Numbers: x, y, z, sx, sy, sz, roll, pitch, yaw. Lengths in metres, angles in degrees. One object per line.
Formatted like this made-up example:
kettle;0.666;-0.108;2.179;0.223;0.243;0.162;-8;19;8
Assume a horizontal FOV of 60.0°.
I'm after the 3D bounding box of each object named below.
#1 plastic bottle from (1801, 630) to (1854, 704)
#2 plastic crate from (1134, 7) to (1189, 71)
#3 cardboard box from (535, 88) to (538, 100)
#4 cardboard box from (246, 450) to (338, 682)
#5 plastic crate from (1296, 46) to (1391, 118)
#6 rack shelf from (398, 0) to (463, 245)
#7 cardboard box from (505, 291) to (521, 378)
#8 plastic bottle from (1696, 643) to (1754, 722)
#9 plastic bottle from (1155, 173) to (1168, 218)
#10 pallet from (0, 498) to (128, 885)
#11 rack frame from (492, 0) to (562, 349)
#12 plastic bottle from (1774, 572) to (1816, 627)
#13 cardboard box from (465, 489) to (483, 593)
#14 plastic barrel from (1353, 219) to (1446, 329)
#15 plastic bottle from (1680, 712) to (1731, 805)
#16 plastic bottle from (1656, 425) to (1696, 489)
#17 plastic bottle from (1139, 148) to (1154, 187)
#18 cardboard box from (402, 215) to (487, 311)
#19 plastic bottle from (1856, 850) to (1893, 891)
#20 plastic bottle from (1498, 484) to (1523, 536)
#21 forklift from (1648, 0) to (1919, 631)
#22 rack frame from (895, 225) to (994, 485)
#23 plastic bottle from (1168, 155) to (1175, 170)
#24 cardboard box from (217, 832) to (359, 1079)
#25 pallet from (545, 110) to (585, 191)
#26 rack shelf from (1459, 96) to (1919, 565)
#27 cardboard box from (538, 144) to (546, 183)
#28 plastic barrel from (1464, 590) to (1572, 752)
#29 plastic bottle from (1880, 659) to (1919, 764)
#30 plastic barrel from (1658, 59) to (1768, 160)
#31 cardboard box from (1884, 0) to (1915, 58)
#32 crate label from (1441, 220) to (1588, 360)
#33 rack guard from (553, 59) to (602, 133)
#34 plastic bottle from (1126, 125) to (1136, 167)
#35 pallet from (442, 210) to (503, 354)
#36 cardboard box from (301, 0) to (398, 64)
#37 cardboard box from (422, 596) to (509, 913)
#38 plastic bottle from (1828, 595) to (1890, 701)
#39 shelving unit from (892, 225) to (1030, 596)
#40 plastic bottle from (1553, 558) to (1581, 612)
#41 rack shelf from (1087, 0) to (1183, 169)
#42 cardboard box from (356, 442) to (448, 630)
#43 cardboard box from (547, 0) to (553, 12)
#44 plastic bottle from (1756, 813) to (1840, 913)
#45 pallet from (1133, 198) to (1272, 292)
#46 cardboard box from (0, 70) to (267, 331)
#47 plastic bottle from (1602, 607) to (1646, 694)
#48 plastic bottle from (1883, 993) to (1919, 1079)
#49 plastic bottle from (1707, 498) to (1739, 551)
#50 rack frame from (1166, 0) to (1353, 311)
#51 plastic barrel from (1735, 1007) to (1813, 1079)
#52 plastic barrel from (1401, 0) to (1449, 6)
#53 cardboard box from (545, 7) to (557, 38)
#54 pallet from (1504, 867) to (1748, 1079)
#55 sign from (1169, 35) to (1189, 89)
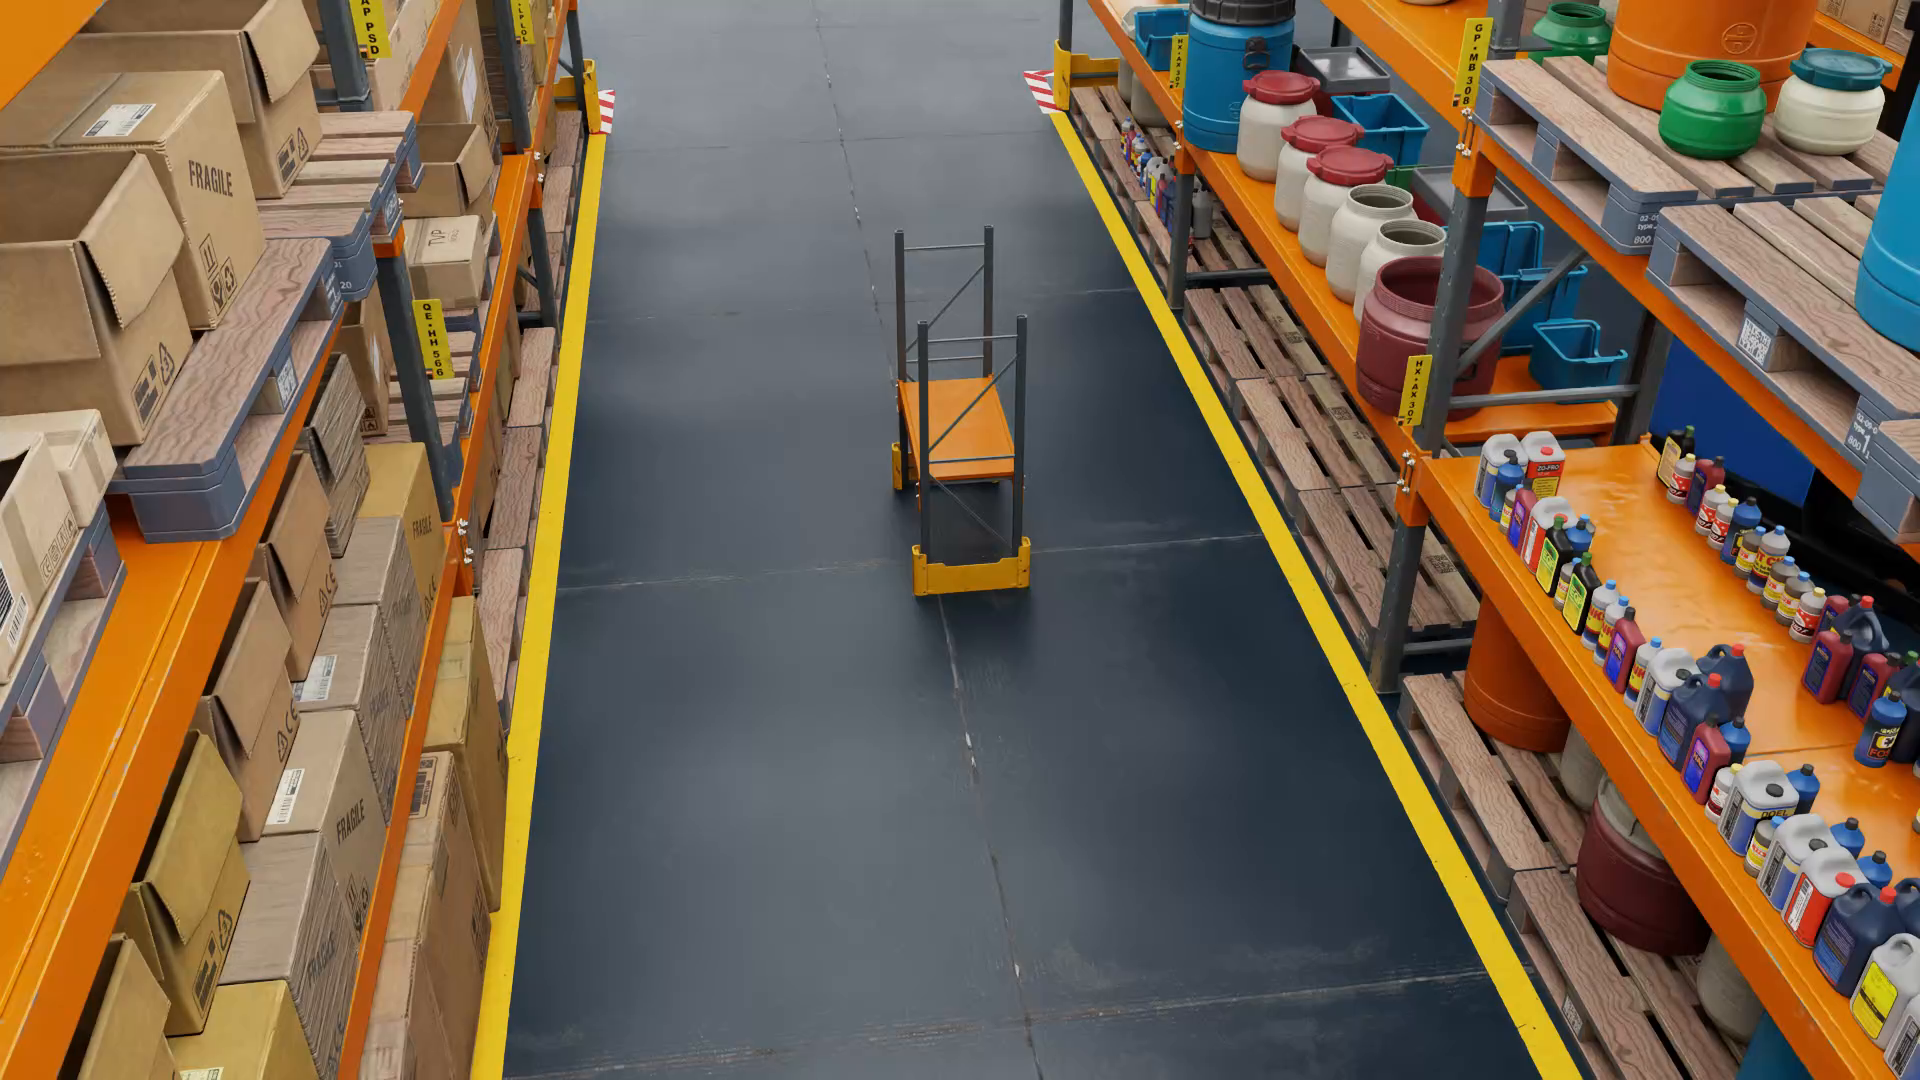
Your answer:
plastic bottle;2.928;0.403;5.599;0.061;0.283;0.133;-4;35;-6
plastic crate;1.459;-3.359;11.147;0.499;0.251;0.616;-4;35;-6
cardboard box;-2.844;-2.765;10.366;0.380;0.149;0.250;-4;35;-6
cardboard box;-2.326;0.101;4.958;0.797;0.503;0.637;-4;34;-5
plastic crate;2.245;-2.602;9.848;0.402;0.464;0.583;-4;35;-6
rack shelf;-2.762;-2.274;7.399;1.077;0.370;4.000;-4;35;-6
cardboard box;-2.970;-1.252;9.753;0.700;0.500;0.500;-7;35;-10
plastic bottle;2.489;0.472;5.437;0.144;0.351;0.185;-4;35;-6
plastic bottle;1.415;-2.415;11.651;0.061;0.283;0.133;-2;34;-3
pallet;-2.127;0.348;3.082;0.805;0.209;1.217;-6;35;-8
rack frame;-3.031;-2.448;9.678;1.000;3.000;0.127;-4;35;-6
plastic bottle;2.999;0.205;5.962;0.097;0.201;0.097;0;34;0
cardboard box;-2.690;-0.046;7.982;0.700;0.500;0.500;-7;35;-10
plastic barrel;2.065;-1.195;7.741;0.421;0.512;0.421;0;34;0
plastic bottle;2.337;0.679;5.194;0.061;0.283;0.133;-4;35;-6
plastic bottle;2.892;-0.349;6.702;0.061;0.283;0.133;-4;35;-6
plastic bottle;1.361;-2.714;12.101;0.097;0.271;0.097;0;34;0
cardboard box;-2.491;-1.280;7.725;0.500;0.250;0.500;-5;35;-8
plastic bottle;2.583;0.994;4.742;0.097;0.271;0.097;0;34;0
plastic bottle;2.154;-0.122;6.441;0.097;0.201;0.097;0;34;0
forklift;4.950;-1.071;7.719;1.130;2.935;3.031;-21;39;-27
rack frame;-0.080;-0.951;8.814;0.500;1.500;0.032;-4;35;-6
plastic bottle;1.523;-2.607;11.933;0.061;0.283;0.133;-4;35;-6
cardboard box;-1.905;1.140;4.325;0.500;0.500;0.500;-5;35;-7
pallet;-3.485;-3.029;13.008;1.003;0.211;1.213;-4;35;-6
rack shelf;2.684;-0.417;4.674;1.077;0.370;4.000;-4;35;-6
cardboard box;-3.322;-2.789;12.026;0.500;0.500;0.500;-1;34;-2
plastic barrel;2.497;0.404;7.048;0.600;0.830;0.708;-4;35;-6
plastic bottle;3.068;0.530;5.352;0.144;0.351;0.185;-4;35;-6
plastic barrel;2.329;-1.331;5.141;0.294;0.245;0.294;0;34;0
cardboard box;6.720;-3.485;11.111;0.700;0.500;0.500;-5;35;-8
crate label;2.549;-1.180;7.787;0.502;0.435;0.616;-4;35;-6
rack guard;-3.559;-3.605;13.596;1.175;0.500;0.348;-4;35;-6
plastic bottle;1.286;-2.951;12.439;0.061;0.283;0.133;-4;34;-6
pallet;-2.800;-1.238;8.073;1.003;0.211;1.213;-4;35;-6
cardboard box;-2.302;-1.985;5.803;0.500;0.500;0.500;-4;34;-6
cardboard box;-2.421;0.875;6.316;1.225;0.875;0.875;-6;35;-9
plastic bottle;3.026;0.353;5.613;0.144;0.351;0.185;-4;35;-6
shelving unit;-0.010;-0.662;8.390;0.587;1.500;1.083;-4;35;-6
plastic bottle;2.221;0.157;6.033;0.097;0.201;0.097;0;34;0
rack shelf;1.608;-3.642;12.069;1.077;0.370;4.000;-4;35;-6
cardboard box;-2.181;0.000;5.998;0.500;0.500;0.500;-3;34;-5
cardboard box;-3.312;-3.983;11.578;0.875;0.500;0.500;-4;35;-6
plastic bottle;2.444;0.937;4.822;0.152;0.276;0.135;-4;35;-6
pallet;1.828;-2.049;11.569;1.003;0.211;1.213;-4;35;-6
cardboard box;-2.137;-0.860;4.223;0.500;0.500;0.500;-3;34;-4
plastic bottle;2.263;0.372;5.645;0.061;0.283;0.133;-4;35;-6
plastic bottle;2.530;1.293;4.299;0.152;0.276;0.135;-4;35;-6
plastic bottle;2.933;-0.067;6.360;0.097;0.201;0.097;0;34;0
rack frame;1.877;-2.823;10.229;1.000;3.000;0.127;-4;35;-6
plastic barrel;2.801;1.635;5.178;0.600;0.901;0.708;-4;35;-6
plastic barrel;2.012;-2.465;7.163;0.301;0.262;0.301;0;34;0
cardboard box;-3.020;-3.604;11.598;0.380;0.149;0.250;-4;35;-6
pallet;2.723;1.677;6.101;1.003;0.211;1.213;-4;35;-6
sign;1.330;-2.902;10.099;0.100;0.325;0.005;-4;35;-6
